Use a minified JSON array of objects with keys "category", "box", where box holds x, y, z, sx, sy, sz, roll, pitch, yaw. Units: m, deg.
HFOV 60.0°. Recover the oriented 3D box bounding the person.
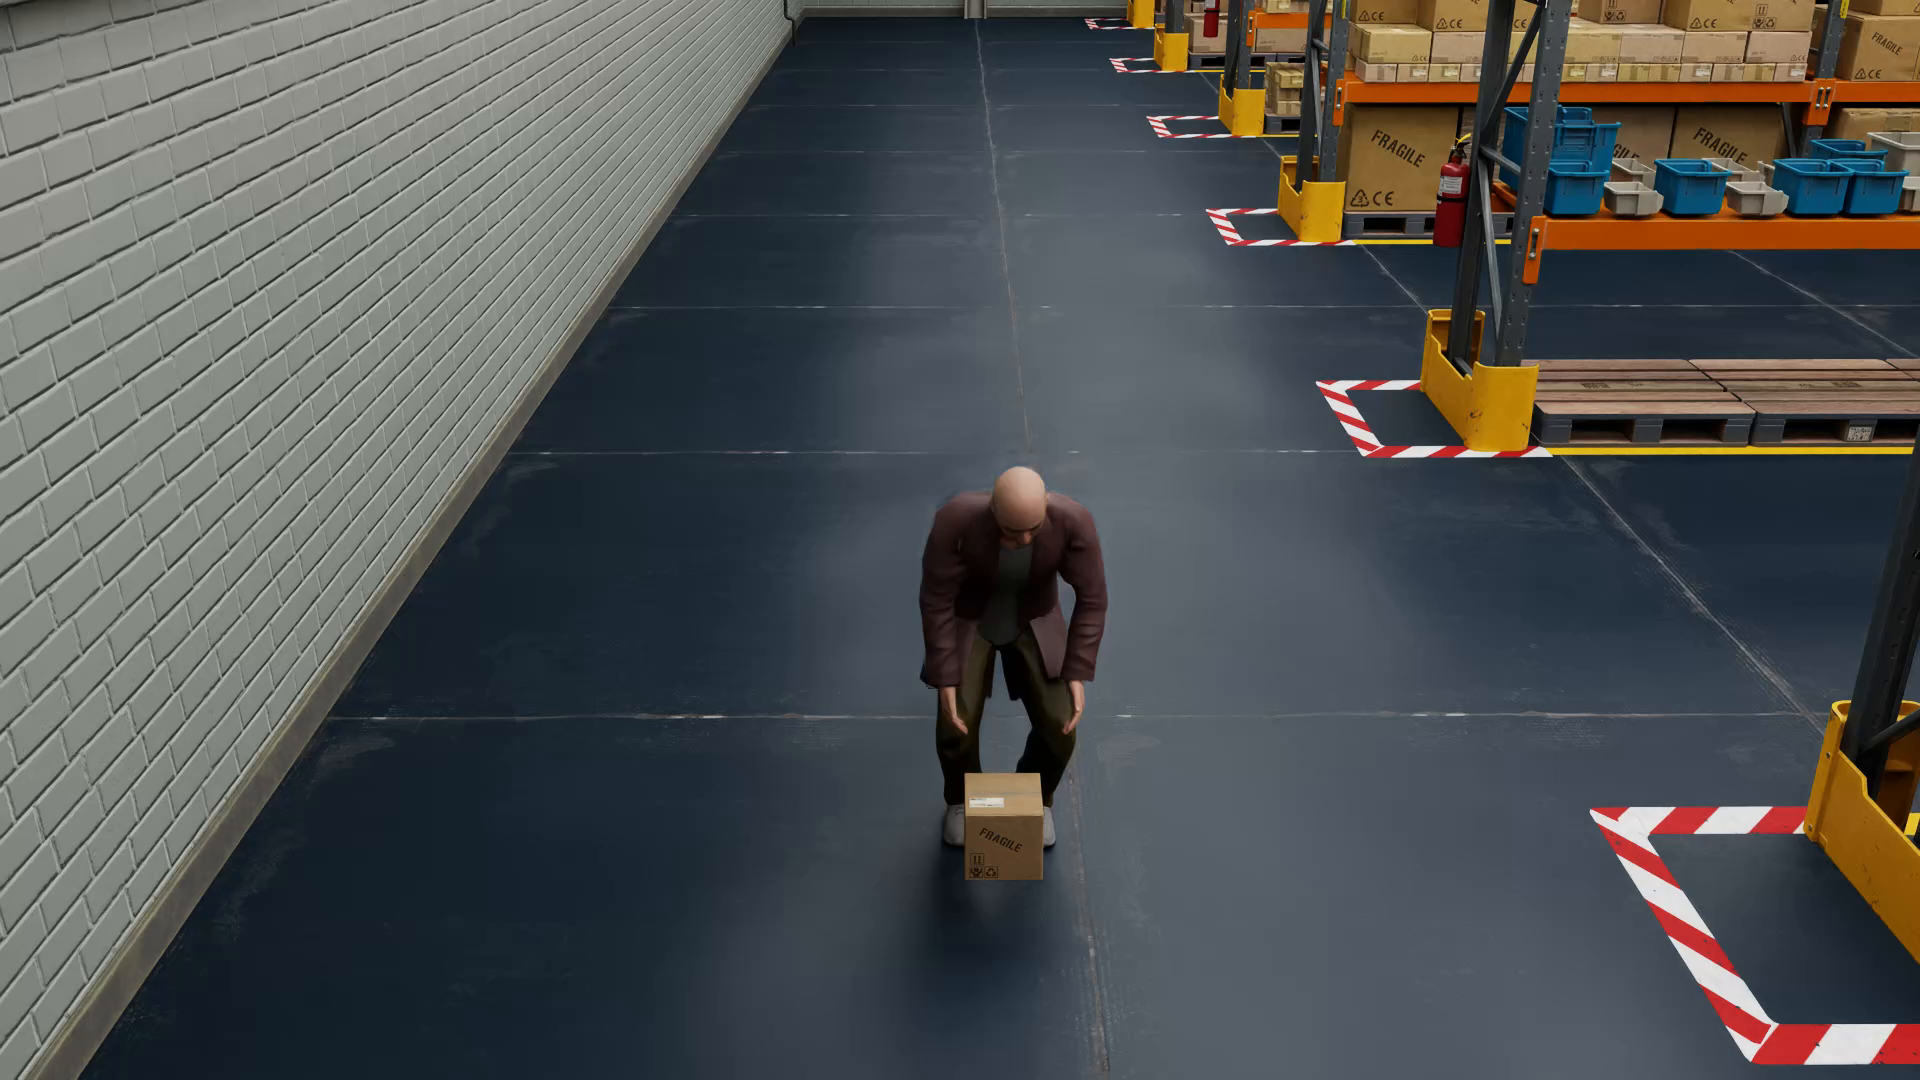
[{"category":"person","box":[0.175,0.366,5.677,0.630,1.470,0.680,0,24,0]}]
